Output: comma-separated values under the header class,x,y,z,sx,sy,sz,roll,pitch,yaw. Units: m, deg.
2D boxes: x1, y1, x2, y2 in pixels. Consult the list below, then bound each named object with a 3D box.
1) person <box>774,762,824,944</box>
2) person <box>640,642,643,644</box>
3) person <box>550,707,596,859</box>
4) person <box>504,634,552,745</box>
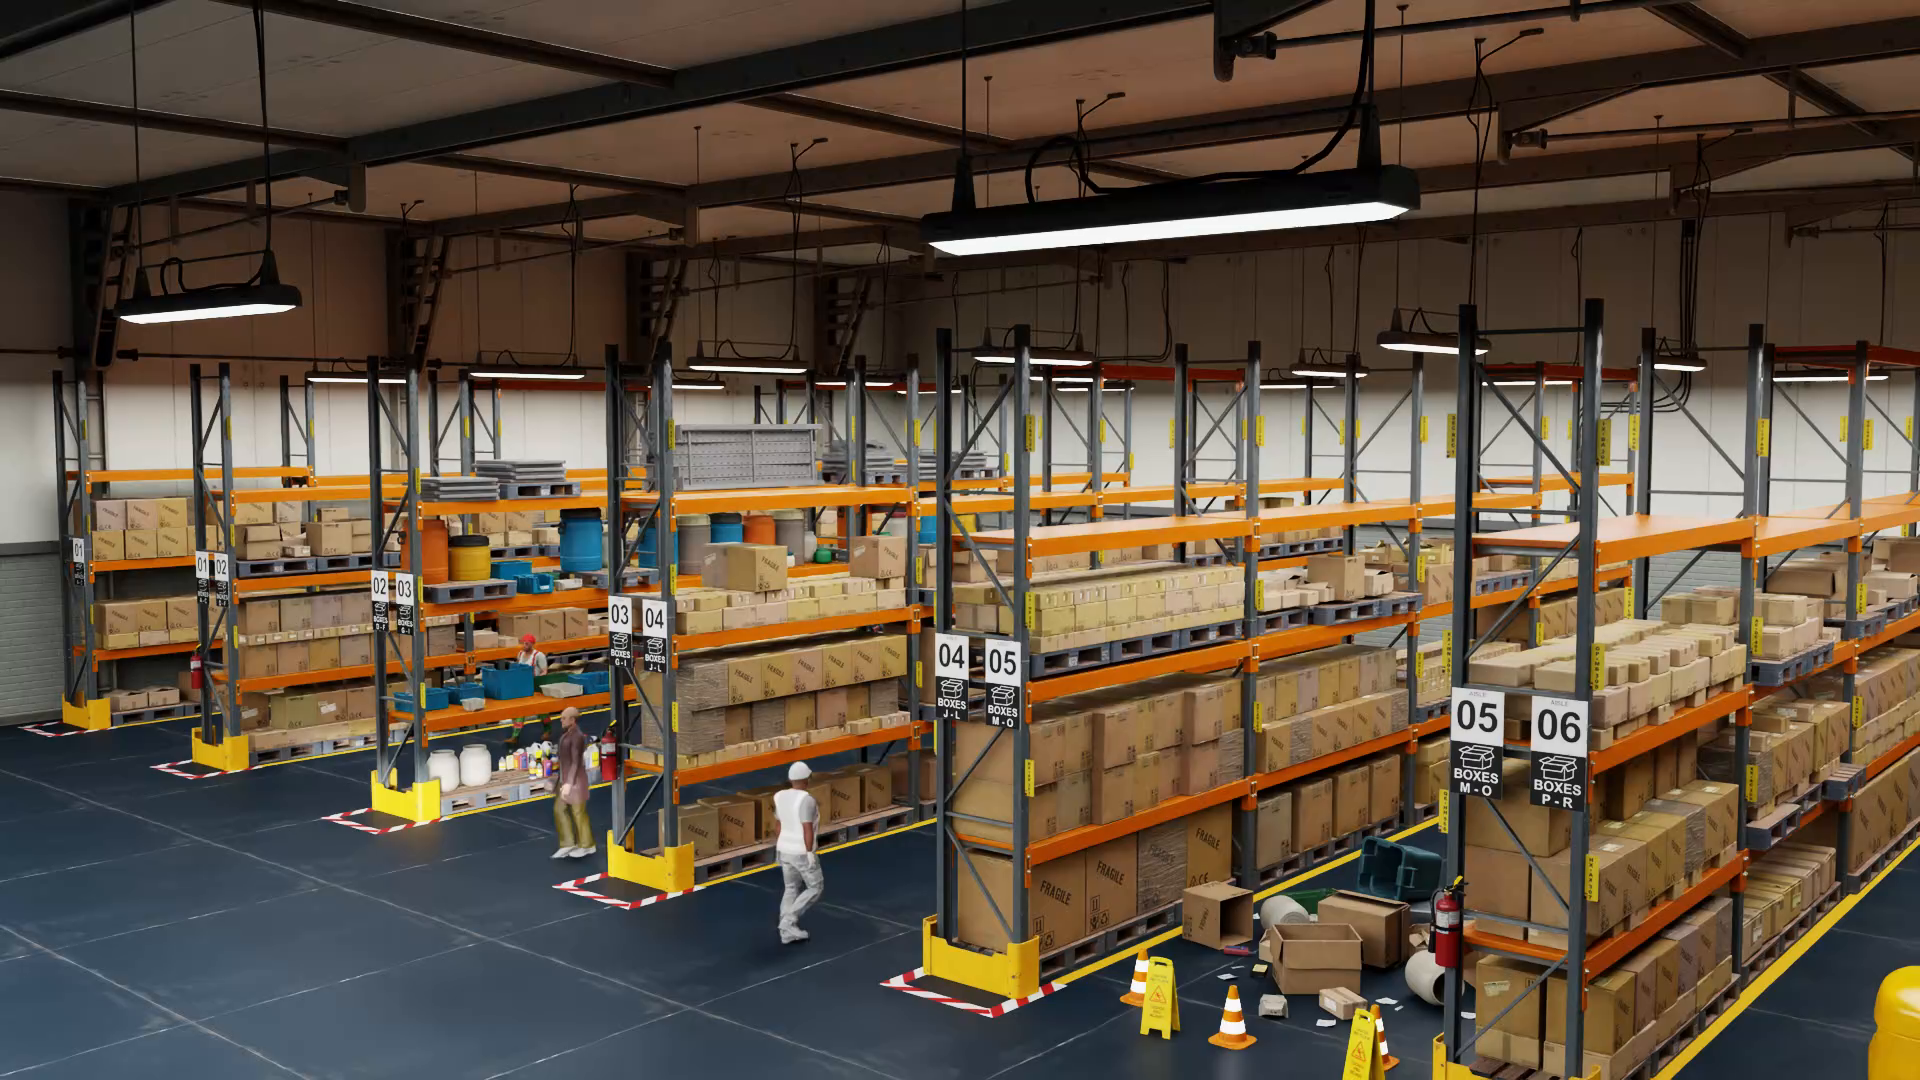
class,x,y,z,sx,sy,sz,roll,pitch,yaw
person,-1.640,3.087,16.416,0.495,1.774,0.601,-3,5,-39
person,-6.535,1.813,35.309,0.519,1.569,1.058,2,5,26
person,-4.566,2.886,19.612,0.537,1.852,0.664,-2,5,-30
person,-6.869,2.364,26.494,0.636,1.756,1.044,1,4,13
